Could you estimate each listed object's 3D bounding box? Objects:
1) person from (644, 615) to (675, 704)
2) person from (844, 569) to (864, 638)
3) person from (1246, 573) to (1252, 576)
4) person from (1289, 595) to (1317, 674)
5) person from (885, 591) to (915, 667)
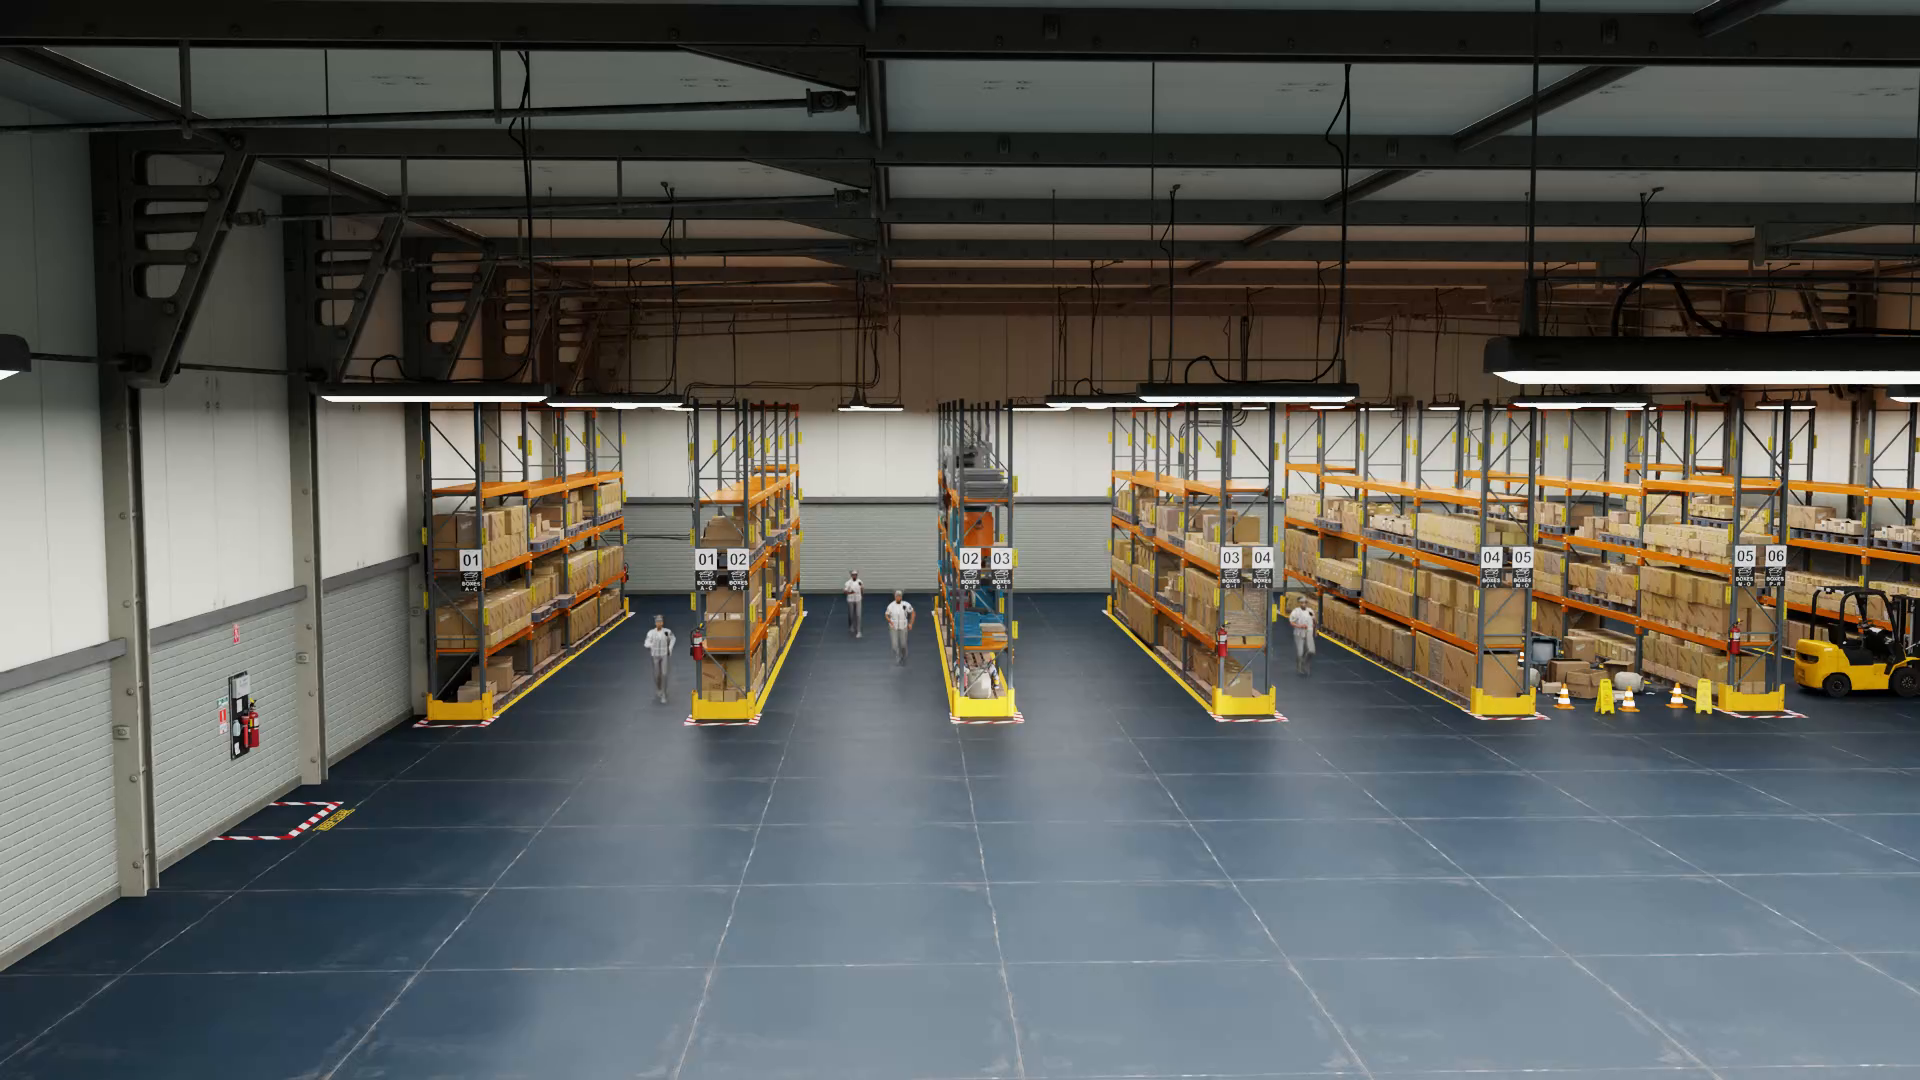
[{"bbox_3d":[-5.977,2.348,33.127,0.602,1.735,0.811,-1,4,-7],"label":"person"},{"bbox_3d":[-2.722,1.604,42.845,0.570,1.723,0.871,-1,4,-12],"label":"person"},{"bbox_3d":[8.471,1.250,48.250,0.655,1.701,0.670,-2,5,-29],"label":"person"},{"bbox_3d":[7.534,2.083,36.366,0.646,1.735,0.648,-1,4,-7],"label":"person"},{"bbox_3d":[-1.293,1.918,35.735,0.639,1.664,0.524,0,4,1],"label":"person"}]
